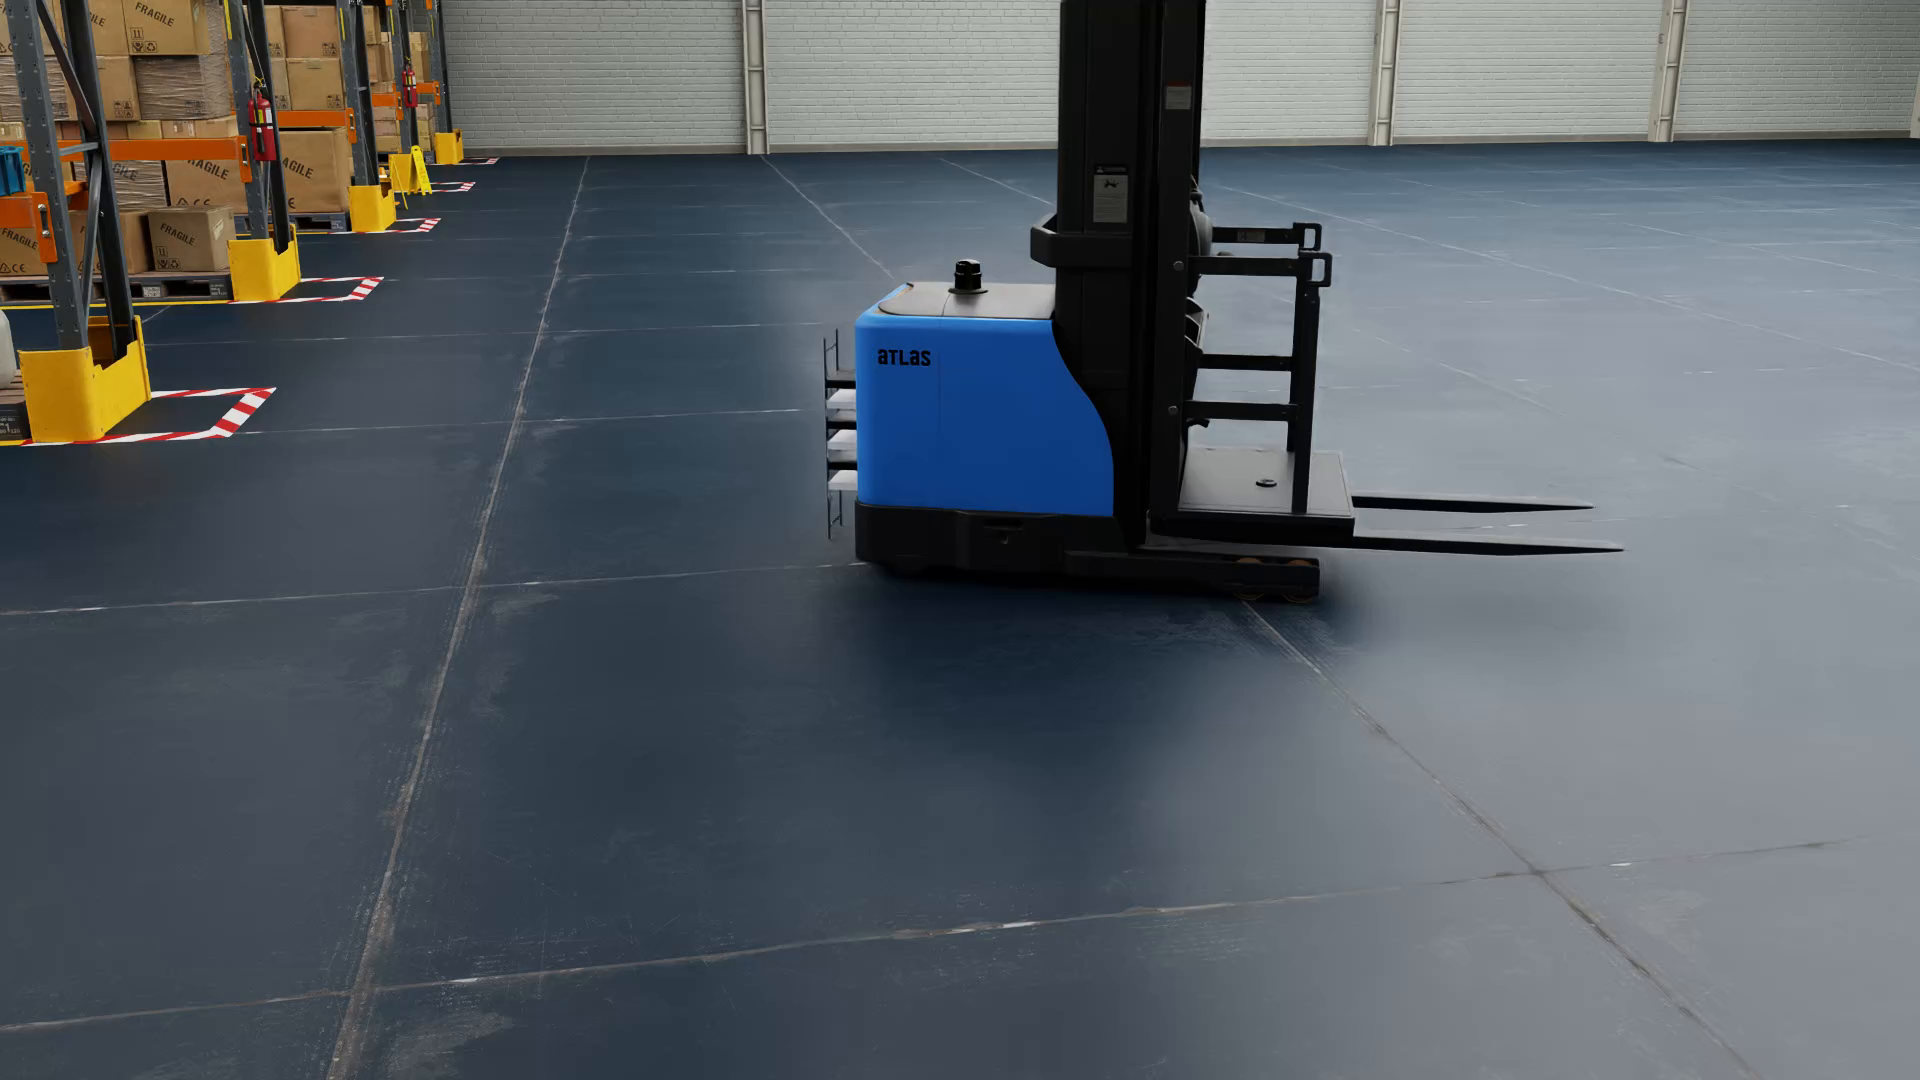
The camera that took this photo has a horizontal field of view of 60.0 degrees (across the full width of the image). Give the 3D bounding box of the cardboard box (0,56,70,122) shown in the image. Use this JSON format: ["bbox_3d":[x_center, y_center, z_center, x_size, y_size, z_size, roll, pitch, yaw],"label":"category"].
[{"bbox_3d":[-7.372,-3.668,13.469,0.500,0.500,0.875,-3,17,-10],"label":"cardboard box"}]

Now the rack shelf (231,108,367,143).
[{"bbox_3d":[-8.665,-4.559,18.271,4.000,0.370,1.077,-3,17,-10],"label":"rack shelf"}]

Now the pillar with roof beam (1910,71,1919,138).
[{"bbox_3d":[20.732,-11.385,29.053,0.400,9.000,9.100,-3,17,-10],"label":"pillar with roof beam"}]

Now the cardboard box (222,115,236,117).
[{"bbox_3d":[-6.185,-3.512,14.064,0.250,0.149,0.380,-3,17,-10],"label":"cardboard box"}]

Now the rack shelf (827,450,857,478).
[{"bbox_3d":[-0.454,-0.335,7.290,0.200,0.077,0.258,3,17,9],"label":"rack shelf"}]

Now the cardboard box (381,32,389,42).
[{"bbox_3d":[-9.485,-8.241,27.251,0.250,0.149,0.380,-3,17,-9],"label":"cardboard box"}]

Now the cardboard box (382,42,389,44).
[{"bbox_3d":[-9.484,-8.105,27.314,0.250,0.149,0.380,-3,17,-9],"label":"cardboard box"}]

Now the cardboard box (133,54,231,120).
[{"bbox_3d":[-6.405,-3.746,13.722,0.500,0.500,0.875,-3,17,-10],"label":"cardboard box"}]

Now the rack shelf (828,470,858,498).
[{"bbox_3d":[-0.454,-0.249,7.317,0.200,0.077,0.258,3,17,9],"label":"rack shelf"}]

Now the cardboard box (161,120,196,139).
[{"bbox_3d":[-6.346,-3.370,13.601,0.250,0.149,0.380,-3,17,-10],"label":"cardboard box"}]

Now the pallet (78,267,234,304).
[{"bbox_3d":[-6.739,-2.207,14.136,1.213,0.211,1.003,-3,17,-10],"label":"pallet"}]

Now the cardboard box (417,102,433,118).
[{"bbox_3d":[-9.193,-7.258,28.100,0.500,0.250,0.500,-4,17,-11],"label":"cardboard box"}]

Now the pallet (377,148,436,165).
[{"bbox_3d":[-9.428,-6.479,28.045,1.213,0.211,1.003,-3,17,-10],"label":"pallet"}]

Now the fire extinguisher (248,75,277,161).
[{"bbox_3d":[-5.660,-3.415,13.454,0.183,0.674,0.296,-3,17,-10],"label":"fire extinguisher"}]

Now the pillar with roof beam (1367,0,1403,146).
[{"bbox_3d":[8.950,-10.717,26.877,0.400,9.000,9.100,-3,17,-10],"label":"pillar with roof beam"}]

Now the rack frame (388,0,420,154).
[{"bbox_3d":[-7.740,-6.436,23.156,0.127,3.000,1.000,-3,17,-10],"label":"rack frame"}]

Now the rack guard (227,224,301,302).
[{"bbox_3d":[-5.934,-2.380,14.208,0.348,0.500,1.175,-3,17,-10],"label":"rack guard"}]

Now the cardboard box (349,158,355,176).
[{"bbox_3d":[-8.506,-5.198,23.095,0.500,0.250,0.500,-3,17,-11],"label":"cardboard box"}]

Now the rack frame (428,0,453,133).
[{"bbox_3d":[-8.685,-7.866,27.814,0.127,3.000,1.000,-3,17,-10],"label":"rack frame"}]

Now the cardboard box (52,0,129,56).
[{"bbox_3d":[-6.843,-4.115,13.222,0.500,0.500,0.500,-3,17,-10],"label":"cardboard box"}]

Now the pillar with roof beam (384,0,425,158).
[{"bbox_3d":[-8.723,-9.714,23.612,0.400,9.000,9.100,-3,17,-10],"label":"pillar with roof beam"}]

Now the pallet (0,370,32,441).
[{"bbox_3d":[-5.785,-0.756,9.415,1.213,0.211,1.003,-3,17,-10],"label":"pallet"}]

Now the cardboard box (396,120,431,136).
[{"bbox_3d":[-9.104,-6.874,27.701,0.500,0.250,0.500,-3,17,-11],"label":"cardboard box"}]

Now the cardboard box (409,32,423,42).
[{"bbox_3d":[-8.997,-8.286,27.398,0.250,0.149,0.380,-3,17,-10],"label":"cardboard box"}]

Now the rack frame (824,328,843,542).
[{"bbox_3d":[-0.554,-0.458,7.270,0.006,0.900,0.240,3,17,9],"label":"rack frame"}]

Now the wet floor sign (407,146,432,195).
[{"bbox_3d":[-7.350,-5.012,22.532,0.232,0.644,0.267,3,17,9],"label":"wet floor sign"}]

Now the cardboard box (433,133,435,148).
[{"bbox_3d":[-9.204,-6.782,28.251,0.500,0.250,0.500,-3,17,-10],"label":"cardboard box"}]

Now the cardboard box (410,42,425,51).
[{"bbox_3d":[-8.972,-8.124,27.378,0.250,0.149,0.380,-3,17,-10],"label":"cardboard box"}]

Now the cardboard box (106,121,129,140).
[{"bbox_3d":[-6.830,-3.331,13.477,0.250,0.149,0.380,-3,17,-10],"label":"cardboard box"}]

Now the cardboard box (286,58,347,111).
[{"bbox_3d":[-7.057,-5.052,18.397,0.550,0.550,0.875,-3,17,-10],"label":"cardboard box"}]

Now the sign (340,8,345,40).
[{"bbox_3d":[-6.612,-5.524,17.812,0.005,0.325,0.100,-3,17,-10],"label":"sign"}]

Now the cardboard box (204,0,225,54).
[{"bbox_3d":[-6.452,-4.295,13.806,0.500,0.500,0.500,-3,17,-10],"label":"cardboard box"}]

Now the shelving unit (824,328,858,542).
[{"bbox_3d":[-0.454,-0.453,7.254,0.210,0.900,0.258,3,17,9],"label":"shelving unit"}]

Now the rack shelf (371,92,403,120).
[{"bbox_3d":[-9.703,-5.980,22.899,4.000,0.370,1.077,-3,17,-10],"label":"rack shelf"}]

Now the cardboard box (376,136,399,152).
[{"bbox_3d":[-9.577,-6.610,27.693,0.500,0.250,0.500,-3,17,-10],"label":"cardboard box"}]

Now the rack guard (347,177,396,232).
[{"bbox_3d":[-6.678,-3.821,18.900,0.348,0.500,1.175,-3,17,-10],"label":"rack guard"}]

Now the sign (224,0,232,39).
[{"bbox_3d":[-5.774,-4.122,13.114,0.005,0.325,0.100,-3,17,-10],"label":"sign"}]

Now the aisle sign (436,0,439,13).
[{"bbox_3d":[-8.565,-9.028,27.169,0.004,0.787,0.394,-3,17,-10],"label":"aisle sign"}]

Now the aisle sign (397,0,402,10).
[{"bbox_3d":[-7.624,-7.598,22.513,0.004,0.787,0.394,-3,17,-10],"label":"aisle sign"}]

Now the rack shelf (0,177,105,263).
[{"bbox_3d":[-6.884,-1.696,8.949,4.000,0.370,1.077,-3,17,-10],"label":"rack shelf"}]

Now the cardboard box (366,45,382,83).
[{"bbox_3d":[-8.220,-6.516,22.741,0.500,0.500,0.500,-4,17,-11],"label":"cardboard box"}]

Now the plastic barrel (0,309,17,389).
[{"bbox_3d":[-5.552,-1.104,9.319,0.421,0.512,0.421,0,17,0],"label":"plastic barrel"}]

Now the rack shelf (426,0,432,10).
[{"bbox_3d":[-10.649,-8.845,27.117,4.000,0.370,1.077,-3,17,-10],"label":"rack shelf"}]

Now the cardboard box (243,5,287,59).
[{"bbox_3d":[-7.596,-5.535,18.131,0.550,0.550,0.875,-3,17,-10],"label":"cardboard box"}]

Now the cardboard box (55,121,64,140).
[{"bbox_3d":[-7.325,-3.309,13.404,0.250,0.149,0.380,-3,17,-10],"label":"cardboard box"}]

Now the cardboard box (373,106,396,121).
[{"bbox_3d":[-9.578,-7.085,27.535,0.500,0.250,0.500,-3,17,-9],"label":"cardboard box"}]

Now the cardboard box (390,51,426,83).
[{"bbox_3d":[-9.118,-7.811,27.464,0.500,0.500,0.500,-4,17,-12],"label":"cardboard box"}]

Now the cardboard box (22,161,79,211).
[{"bbox_3d":[-9.998,-3.991,18.102,0.875,0.875,0.875,-3,17,-10],"label":"cardboard box"}]

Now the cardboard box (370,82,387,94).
[{"bbox_3d":[-8.066,-6.233,22.924,0.250,0.149,0.380,-3,17,-9],"label":"cardboard box"}]

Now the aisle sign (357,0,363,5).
[{"bbox_3d":[-6.689,-6.347,18.441,0.004,0.787,0.394,-3,17,-10],"label":"aisle sign"}]

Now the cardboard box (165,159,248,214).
[{"bbox_3d":[-8.218,-4.093,18.432,0.875,0.875,0.875,-4,17,-11],"label":"cardboard box"}]

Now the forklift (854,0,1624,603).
[{"bbox_3d":[1.134,-1.322,6.624,3.031,2.935,1.130,3,17,9],"label":"forklift"}]

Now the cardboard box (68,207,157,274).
[{"bbox_3d":[-7.057,-2.512,13.922,0.500,0.500,0.500,1,17,4],"label":"cardboard box"}]

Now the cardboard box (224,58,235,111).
[{"bbox_3d":[-8.167,-5.020,18.293,0.550,0.550,0.875,-3,17,-10],"label":"cardboard box"}]

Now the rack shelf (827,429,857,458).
[{"bbox_3d":[-0.454,-0.421,7.264,0.200,0.077,0.258,3,17,9],"label":"rack shelf"}]
